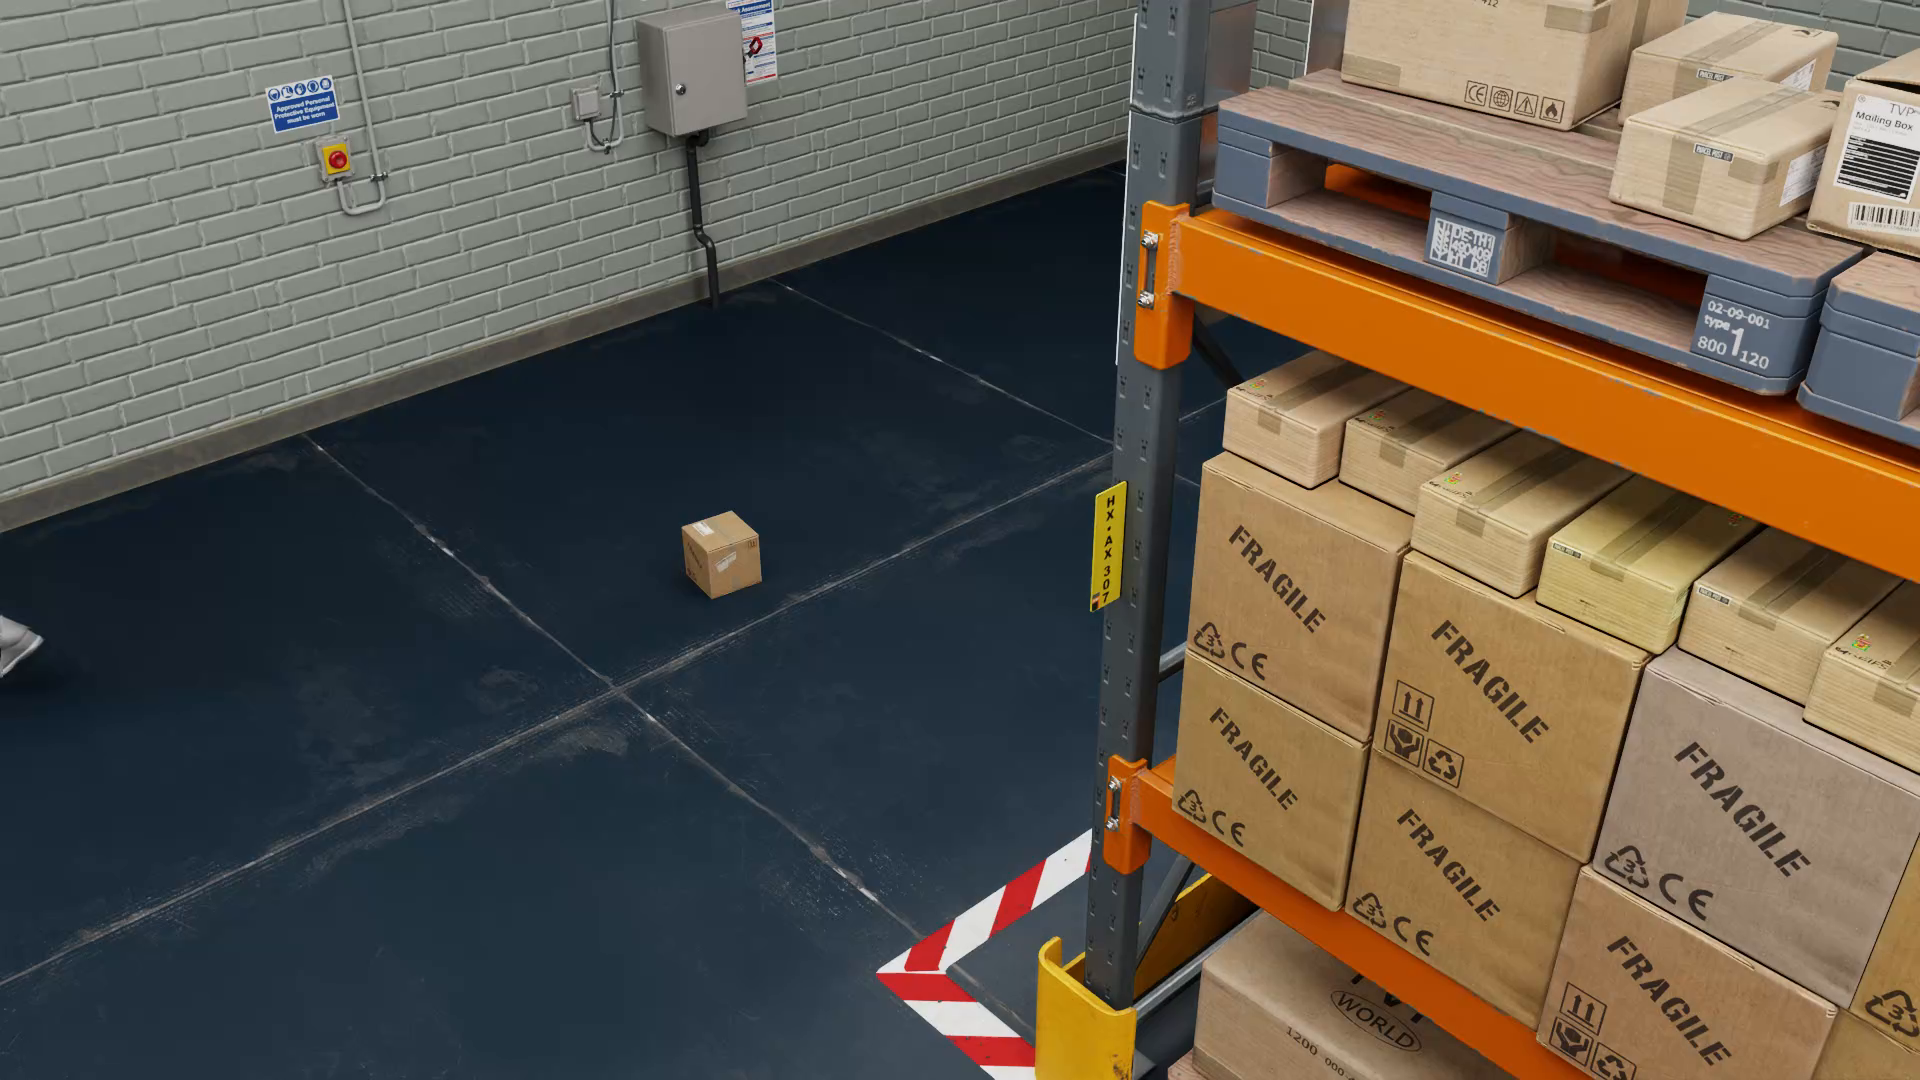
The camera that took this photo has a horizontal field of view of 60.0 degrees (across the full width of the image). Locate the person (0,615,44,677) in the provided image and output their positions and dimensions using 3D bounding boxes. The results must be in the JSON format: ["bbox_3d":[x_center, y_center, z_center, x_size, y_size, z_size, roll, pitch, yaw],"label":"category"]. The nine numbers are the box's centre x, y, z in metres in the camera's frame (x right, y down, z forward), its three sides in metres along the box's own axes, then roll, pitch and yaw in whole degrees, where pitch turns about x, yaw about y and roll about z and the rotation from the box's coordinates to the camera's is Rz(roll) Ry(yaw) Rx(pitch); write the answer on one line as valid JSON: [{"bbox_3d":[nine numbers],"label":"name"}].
[{"bbox_3d":[-4.080,-0.035,6.162,0.883,1.645,0.443,-4,32,-6],"label":"person"}]
